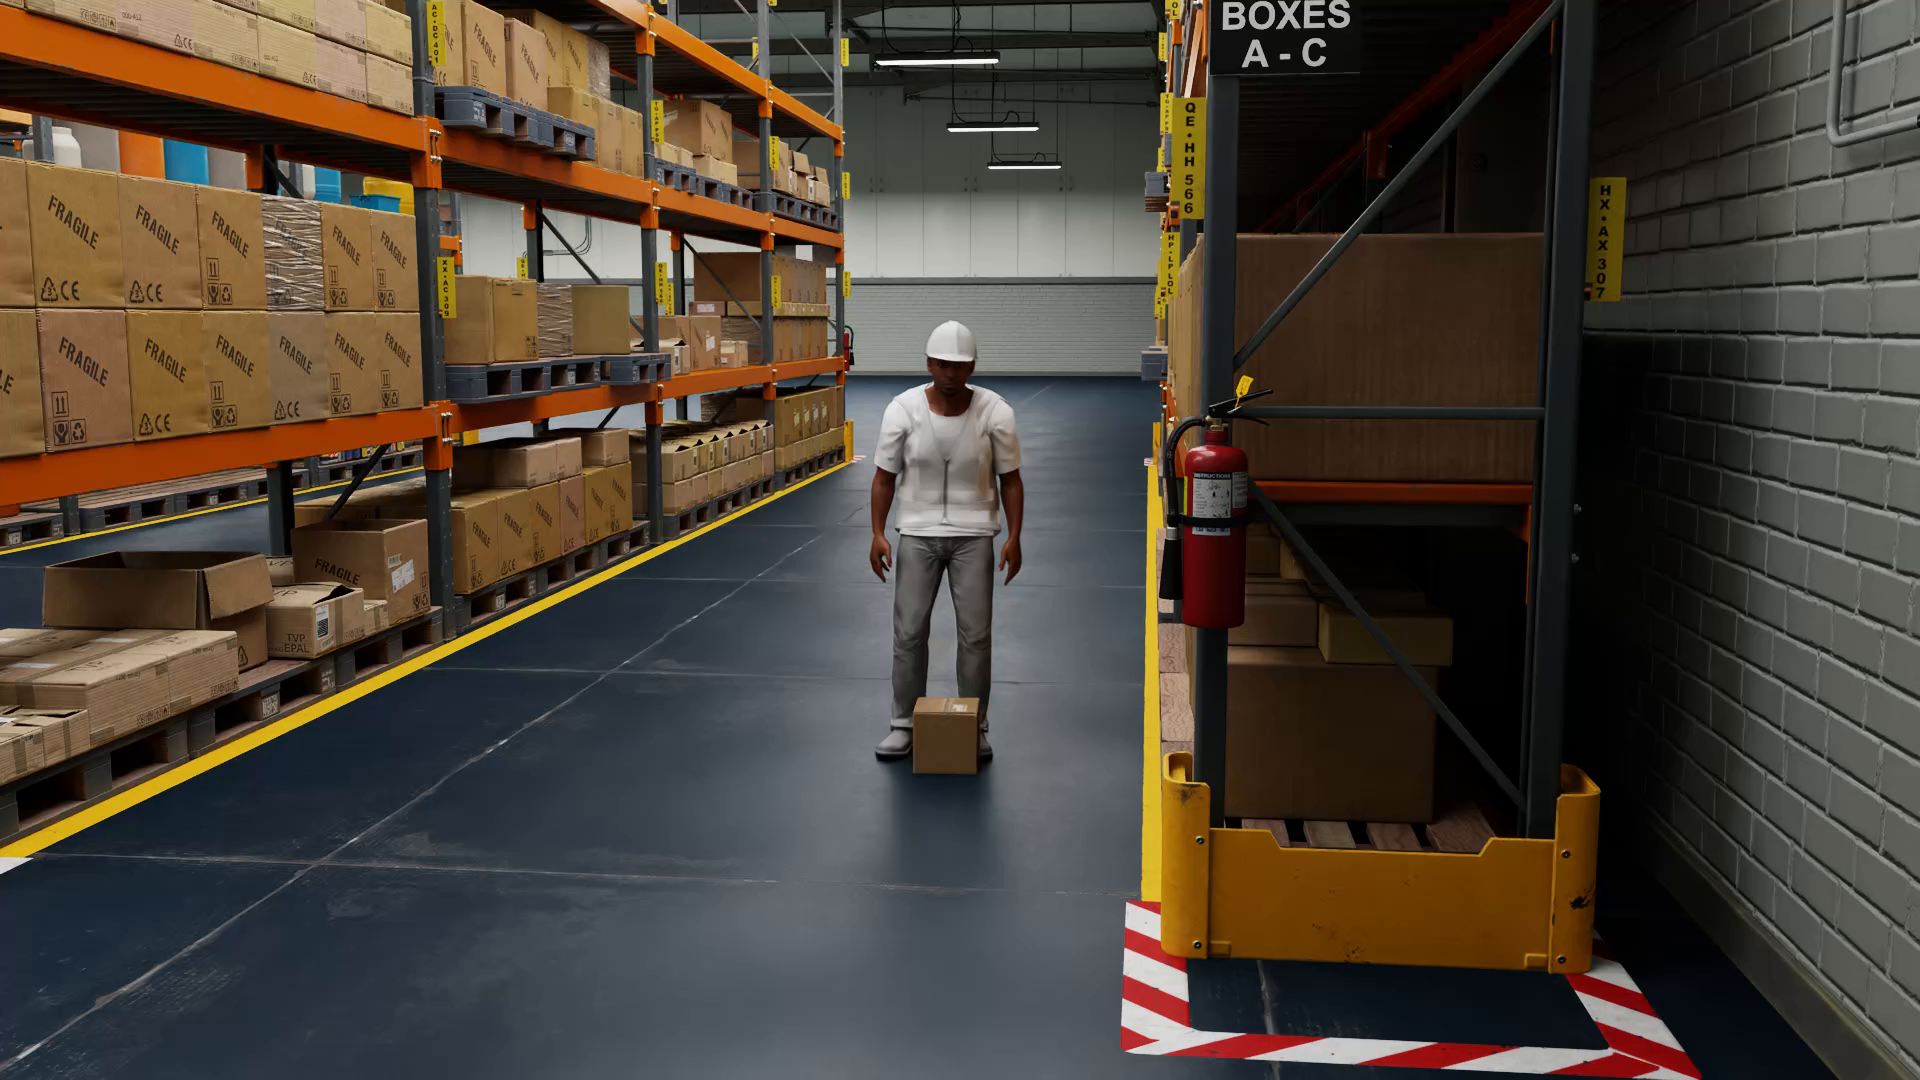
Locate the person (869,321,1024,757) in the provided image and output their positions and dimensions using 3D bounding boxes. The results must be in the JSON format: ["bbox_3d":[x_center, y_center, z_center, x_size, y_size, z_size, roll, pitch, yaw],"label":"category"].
[{"bbox_3d":[-0.055,0.000,6.728,0.623,1.759,0.462,0,8,3],"label":"person"}]
